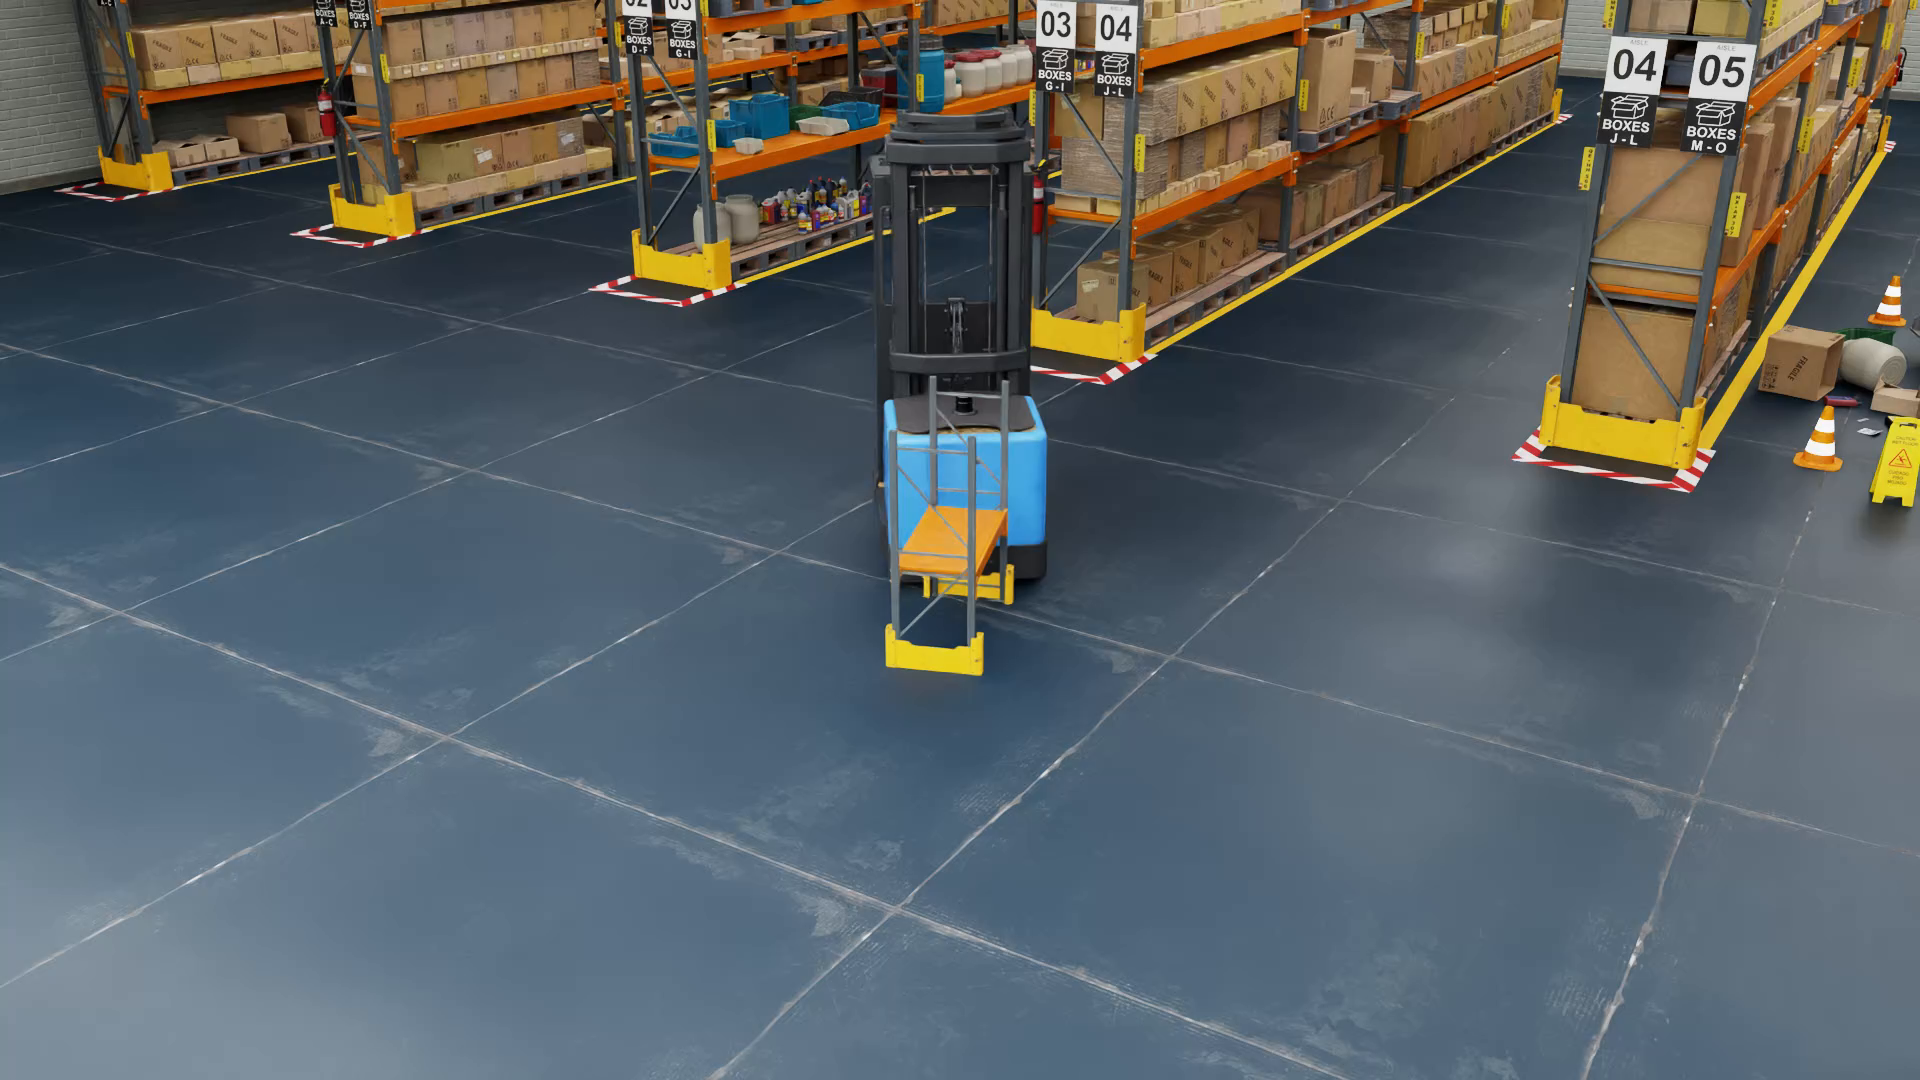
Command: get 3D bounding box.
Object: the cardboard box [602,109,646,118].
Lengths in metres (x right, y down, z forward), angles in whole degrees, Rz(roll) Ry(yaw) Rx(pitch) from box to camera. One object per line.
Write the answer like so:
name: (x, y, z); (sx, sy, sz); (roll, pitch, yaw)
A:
cardboard box: (-4.921, -6.170, 24.454); (0.500, 0.311, 0.500); (15, 27, 30)

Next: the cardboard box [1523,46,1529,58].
cardboard box: (8.596, -7.584, 25.809); (0.380, 0.149, 0.250); (14, 27, 30)

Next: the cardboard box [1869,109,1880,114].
cardboard box: (13.680, -6.434, 25.147); (0.380, 0.149, 0.250); (14, 27, 30)

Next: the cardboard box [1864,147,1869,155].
cardboard box: (13.020, -5.718, 24.244); (0.380, 0.149, 0.250); (14, 27, 30)

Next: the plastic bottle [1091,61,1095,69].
plastic bottle: (1.903, -7.097, 24.524); (0.152, 0.276, 0.135); (14, 27, 29)

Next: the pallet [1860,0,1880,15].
pallet: (9.230, -5.869, 17.994); (1.213, 0.211, 1.003); (15, 28, 31)

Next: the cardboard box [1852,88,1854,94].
cardboard box: (11.049, -5.709, 20.949); (0.380, 0.149, 0.250); (13, 26, 27)

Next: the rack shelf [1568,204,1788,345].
rack shelf: (6.359, -2.453, 14.545); (1.077, 0.370, 4.000); (14, 27, 29)

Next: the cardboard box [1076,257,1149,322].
cardboard box: (1.488, -2.434, 16.215); (0.500, 0.500, 0.500); (20, 30, 38)

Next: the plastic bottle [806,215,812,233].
plastic bottle: (-1.788, -3.718, 19.532); (0.097, 0.201, 0.097); (0, 23, 0)

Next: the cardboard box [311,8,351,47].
cardboard box: (-9.357, -7.705, 24.993); (0.500, 0.500, 0.500); (14, 27, 29)

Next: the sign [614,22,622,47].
sign: (-4.688, -6.926, 22.784); (0.100, 0.325, 0.005); (14, 27, 29)

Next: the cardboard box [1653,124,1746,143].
cardboard box: (5.745, -2.994, 13.343); (0.875, 0.550, 0.550); (14, 27, 29)

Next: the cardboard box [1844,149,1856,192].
cardboard box: (11.458, -4.901, 21.913); (0.500, 0.500, 0.500); (13, 27, 28)

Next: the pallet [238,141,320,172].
pallet: (-10.337, -5.718, 24.693); (1.003, 0.211, 1.213); (14, 27, 29)

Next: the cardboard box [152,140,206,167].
cardboard box: (-11.039, -5.478, 23.459); (0.500, 0.311, 0.500); (11, 26, 23)

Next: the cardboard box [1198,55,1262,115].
cardboard box: (2.723, -4.625, 16.900); (0.500, 0.500, 0.500); (14, 27, 29)

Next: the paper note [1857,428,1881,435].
paper note: (7.552, -0.904, 13.801); (0.142, 0.017, 0.144); (-17, 29, -35)

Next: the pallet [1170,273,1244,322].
pallet: (2.287, -2.604, 17.500); (1.003, 0.211, 1.213); (14, 27, 29)

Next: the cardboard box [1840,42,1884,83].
cardboard box: (12.110, -6.455, 22.384); (0.500, 0.500, 0.500); (13, 27, 28)

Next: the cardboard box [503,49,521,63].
cardboard box: (-5.930, -6.297, 21.577); (0.380, 0.149, 0.250); (15, 28, 31)

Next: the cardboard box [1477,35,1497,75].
cardboard box: (7.459, -7.062, 24.162); (0.500, 0.500, 0.500); (14, 27, 29)

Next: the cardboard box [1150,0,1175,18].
cardboard box: (1.705, -4.784, 14.935); (0.380, 0.149, 0.250); (15, 27, 30)

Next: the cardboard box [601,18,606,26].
cardboard box: (-6.510, -9.218, 29.558); (0.380, 0.149, 0.250); (14, 27, 28)

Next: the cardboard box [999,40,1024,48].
cardboard box: (1.092, -9.478, 32.461); (0.500, 0.500, 0.500); (14, 27, 29)

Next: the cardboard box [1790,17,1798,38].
cardboard box: (6.557, -4.168, 13.489); (0.380, 0.149, 0.250); (14, 27, 29)

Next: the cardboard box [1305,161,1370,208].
cardboard box: (4.746, -4.516, 20.998); (0.700, 0.500, 0.500); (11, 26, 25)

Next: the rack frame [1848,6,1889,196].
rack frame: (11.634, -6.158, 22.199); (1.000, 3.000, 0.127); (14, 27, 29)

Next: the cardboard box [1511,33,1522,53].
cardboard box: (8.211, -7.570, 25.274); (0.500, 0.250, 0.500); (14, 27, 29)

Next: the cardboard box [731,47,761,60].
cardboard box: (-3.290, -7.482, 25.573); (0.380, 0.149, 0.250); (14, 27, 29)

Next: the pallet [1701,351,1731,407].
pallet: (6.304, -1.524, 15.006); (1.003, 0.211, 1.213); (14, 27, 29)

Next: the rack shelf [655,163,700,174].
rack shelf: (-2.009, -4.630, 19.394); (0.831, 0.071, 3.687); (14, 27, 29)

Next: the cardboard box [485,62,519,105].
cardboard box: (-6.199, -5.982, 21.667); (0.700, 0.500, 0.500); (15, 27, 31)

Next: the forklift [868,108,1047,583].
forklift: (-0.071, -1.611, 11.782); (1.130, 2.935, 3.031); (-2, 23, -5)

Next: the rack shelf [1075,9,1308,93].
rack shelf: (2.199, -4.903, 16.429); (1.077, 0.370, 4.000); (14, 27, 29)

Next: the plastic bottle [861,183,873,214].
plastic bottle: (-1.150, -4.213, 20.487); (0.144, 0.351, 0.185); (12, 26, 26)

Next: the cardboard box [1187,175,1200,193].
cardboard box: (2.151, -3.535, 16.457); (0.380, 0.149, 0.250); (14, 27, 29)

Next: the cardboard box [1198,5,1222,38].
cardboard box: (2.149, -4.939, 15.797); (0.500, 0.250, 0.500); (14, 27, 29)

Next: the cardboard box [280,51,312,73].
cardboard box: (-9.885, -7.023, 24.361); (0.500, 0.250, 0.500); (14, 27, 29)

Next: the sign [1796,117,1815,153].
sign: (7.887, -3.776, 15.506); (0.100, 0.325, 0.005); (14, 27, 29)

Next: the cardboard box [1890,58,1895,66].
cardboard box: (13.812, -7.223, 24.976); (0.380, 0.149, 0.250); (14, 27, 29)

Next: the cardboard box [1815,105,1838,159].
cardboard box: (9.251, -4.477, 18.191); (0.500, 0.500, 0.500); (14, 27, 29)

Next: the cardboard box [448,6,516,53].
cardboard box: (-6.183, -6.590, 21.439); (0.700, 0.500, 0.500); (14, 27, 29)

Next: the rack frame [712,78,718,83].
rack frame: (-5.151, -10.345, 31.872); (1.000, 3.000, 0.127); (14, 27, 29)

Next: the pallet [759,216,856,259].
pallet: (-1.986, -3.658, 19.935); (1.003, 0.211, 1.213); (14, 27, 29)

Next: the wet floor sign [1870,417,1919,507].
wet floor sign: (6.971, -0.603, 12.330); (0.267, 0.644, 0.232); (9, 25, 20)

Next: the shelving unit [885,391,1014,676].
shelving unit: (-0.048, -0.112, 10.120); (0.587, 1.500, 1.083); (5, 24, 11)

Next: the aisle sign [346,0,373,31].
aisle sign: (-7.044, -6.365, 19.405); (0.394, 0.787, 0.004); (14, 27, 29)

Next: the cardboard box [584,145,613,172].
cardboard box: (-5.219, -5.337, 23.235); (0.500, 0.250, 0.500); (14, 27, 29)

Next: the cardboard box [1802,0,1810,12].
cardboard box: (6.840, -4.582, 13.942); (0.500, 0.250, 0.500); (14, 27, 29)

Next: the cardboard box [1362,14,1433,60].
cardboard box: (5.763, -6.631, 21.903); (0.797, 0.503, 0.637); (15, 28, 31)

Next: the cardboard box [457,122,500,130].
cardboard box: (-6.460, -5.286, 22.173); (0.500, 0.500, 0.500); (14, 27, 29)

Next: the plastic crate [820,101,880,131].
plastic crate: (-1.307, -5.071, 19.874); (0.499, 0.251, 0.616); (14, 27, 29)

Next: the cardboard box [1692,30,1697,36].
cardboard box: (5.729, -4.134, 13.411); (0.380, 0.149, 0.250); (13, 27, 28)

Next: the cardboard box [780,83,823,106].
cardboard box: (-2.567, -7.107, 26.984); (0.500, 0.500, 0.500); (15, 28, 31)

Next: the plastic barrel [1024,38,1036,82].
plastic barrel: (1.169, -6.762, 23.422); (0.600, 0.536, 0.708); (14, 27, 29)

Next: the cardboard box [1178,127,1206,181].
cardboard box: (1.920, -3.897, 16.476); (0.875, 0.500, 0.500); (14, 27, 29)

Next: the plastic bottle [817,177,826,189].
plastic bottle: (-1.732, -4.370, 20.849); (0.144, 0.351, 0.185); (15, 27, 30)

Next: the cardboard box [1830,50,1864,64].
cardboard box: (11.309, -6.154, 21.229); (0.380, 0.149, 0.250); (13, 27, 27)
